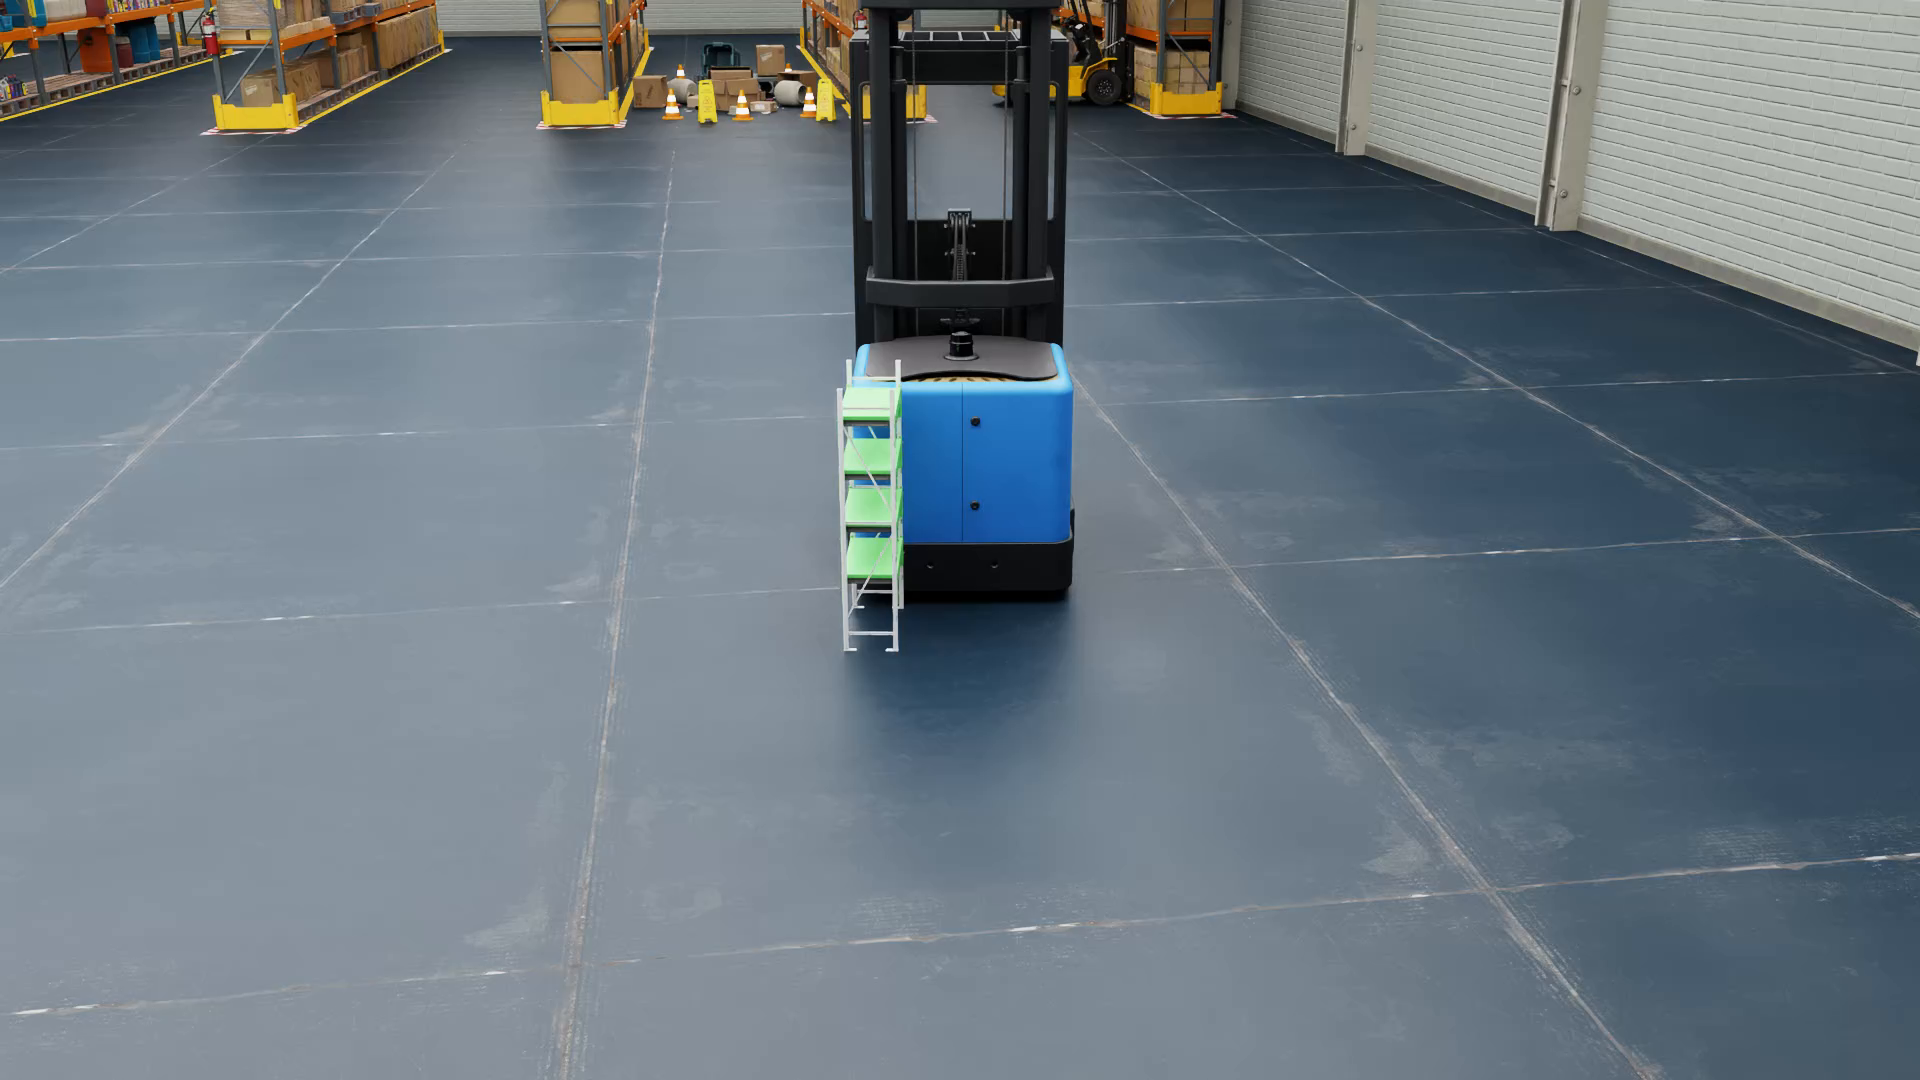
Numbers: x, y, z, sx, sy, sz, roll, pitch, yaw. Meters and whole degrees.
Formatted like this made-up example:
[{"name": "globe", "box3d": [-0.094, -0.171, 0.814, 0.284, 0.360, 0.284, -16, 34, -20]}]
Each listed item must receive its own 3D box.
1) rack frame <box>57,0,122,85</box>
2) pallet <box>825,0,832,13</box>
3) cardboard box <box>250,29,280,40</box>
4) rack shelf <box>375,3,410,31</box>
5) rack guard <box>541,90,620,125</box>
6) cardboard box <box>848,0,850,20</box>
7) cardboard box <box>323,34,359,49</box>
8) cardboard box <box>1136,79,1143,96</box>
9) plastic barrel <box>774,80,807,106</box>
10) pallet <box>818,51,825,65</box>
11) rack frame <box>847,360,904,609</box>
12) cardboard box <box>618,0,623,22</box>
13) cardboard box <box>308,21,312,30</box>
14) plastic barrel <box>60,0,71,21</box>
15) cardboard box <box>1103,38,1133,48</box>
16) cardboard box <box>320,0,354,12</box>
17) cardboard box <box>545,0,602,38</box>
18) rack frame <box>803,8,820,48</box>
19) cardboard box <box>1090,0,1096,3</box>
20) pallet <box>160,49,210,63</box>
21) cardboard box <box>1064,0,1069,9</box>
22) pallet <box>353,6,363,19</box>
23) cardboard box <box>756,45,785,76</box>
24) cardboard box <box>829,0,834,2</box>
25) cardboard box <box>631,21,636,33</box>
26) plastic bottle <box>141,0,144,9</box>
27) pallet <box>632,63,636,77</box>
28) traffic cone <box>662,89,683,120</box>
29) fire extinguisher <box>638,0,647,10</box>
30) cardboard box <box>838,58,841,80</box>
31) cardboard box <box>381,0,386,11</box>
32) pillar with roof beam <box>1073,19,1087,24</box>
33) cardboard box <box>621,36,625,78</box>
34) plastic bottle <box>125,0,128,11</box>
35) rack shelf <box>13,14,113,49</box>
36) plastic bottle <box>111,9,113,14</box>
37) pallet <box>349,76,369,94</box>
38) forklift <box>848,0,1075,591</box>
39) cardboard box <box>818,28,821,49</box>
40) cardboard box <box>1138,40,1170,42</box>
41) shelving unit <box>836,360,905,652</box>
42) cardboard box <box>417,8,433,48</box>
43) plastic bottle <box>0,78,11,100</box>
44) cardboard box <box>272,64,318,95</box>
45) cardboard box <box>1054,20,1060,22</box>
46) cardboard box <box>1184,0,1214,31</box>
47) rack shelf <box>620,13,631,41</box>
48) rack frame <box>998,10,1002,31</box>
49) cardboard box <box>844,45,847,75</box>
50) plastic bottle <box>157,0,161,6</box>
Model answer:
[{"name": "rack frame", "box3d": [-16.995, -10.342, 32.120, 1.000, 3.000, 0.127, -3, 21, -8]}, {"name": "pallet", "box3d": [-2.080, -10.761, 33.514, 1.213, 0.211, 1.003, -3, 21, -8]}, {"name": "cardboard box", "box3d": [-10.746, -7.815, 25.713, 0.380, 0.149, 0.250, -3, 21, -8]}, {"name": "rack shelf", "box3d": [-12.383, -10.948, 34.769, 1.077, 0.370, 4.000, -3, 21, -8]}, {"name": "rack guard", "box3d": [-6.015, -6.858, 26.364, 1.175, 0.500, 0.348, -3, 21, -8]}, {"name": "cardboard box", "box3d": [-1.622, -9.029, 28.036, 0.500, 0.500, 0.500, -3, 21, -8]}, {"name": "cardboard box", "box3d": [-11.881, -9.565, 31.911, 0.500, 0.250, 0.500, -1, 20, -2]}, {"name": "cardboard box", "box3d": [3.334, -7.802, 28.647, 0.500, 0.250, 0.500, -3, 21, -8]}, {"name": "plastic barrel", "box3d": [-2.930, -7.754, 28.872, 0.512, 0.421, 0.421, 12, 24, 30]}, {"name": "pallet", "box3d": [-2.679, -10.907, 37.618, 1.003, 0.211, 1.213, -3, 21, -8]}, {"name": "rack frame", "box3d": [-0.387, -0.240, 7.645, 0.240, 1.200, 0.015, 0, 20, 1]}, {"name": "cardboard box", "box3d": [-6.404, -9.665, 30.163, 0.500, 0.500, 0.500, -3, 21, -7]}, {"name": "cardboard box", "box3d": [-11.065, -8.595, 27.800, 0.380, 0.149, 0.250, -3, 21, -8]}, {"name": "plastic barrel", "box3d": [-16.508, -9.767, 30.386, 0.433, 0.535, 0.433, 0, 20, 0]}, {"name": "cardboard box", "box3d": [2.959, -9.152, 30.835, 0.500, 0.250, 0.500, -3, 21, -9]}, {"name": "cardboard box", "box3d": [-11.494, -9.967, 29.658, 1.000, 1.000, 1.000, -3, 21, -7]}, {"name": "cardboard box", "box3d": [-6.117, -8.234, 26.260, 0.875, 0.550, 0.550, -3, 21, -8]}, {"name": "rack frame", "box3d": [-3.441, -13.862, 41.543, 1.000, 3.000, 0.127, -3, 21, -8]}, {"name": "cardboard box", "box3d": [2.795, -10.458, 31.928, 0.500, 0.250, 0.500, -3, 21, -9]}, {"name": "pallet", "box3d": [-17.896, -11.097, 38.126, 1.003, 0.211, 1.213, -3, 21, -8]}, {"name": "cardboard box", "box3d": [2.446, -11.107, 34.383, 0.500, 0.250, 0.500, -3, 21, -8]}, {"name": "pallet", "box3d": [-11.768, -9.819, 30.993, 1.003, 0.211, 1.213, -3, 21, -8]}, {"name": "cardboard box", "box3d": [-3.468, -8.791, 30.456, 0.500, 0.500, 0.500, -3, 21, -8]}, {"name": "cardboard box", "box3d": [-2.404, -10.756, 32.987, 0.380, 0.149, 0.250, -3, 21, -7]}, {"name": "cardboard box", "box3d": [-7.330, -11.146, 36.171, 0.500, 0.250, 0.500, -2, 21, -5]}, {"name": "plastic bottle", "box3d": [-17.007, -11.128, 34.506, 0.097, 0.201, 0.097, 0, 20, 0]}, {"name": "pallet", "box3d": [-7.283, -9.772, 34.577, 1.003, 0.211, 1.213, -3, 21, -8]}, {"name": "traffic cone", "box3d": [-4.690, -7.105, 27.077, 0.336, 0.463, 0.334, -3, 21, -8]}, {"name": "fire extinguisher", "box3d": [-7.904, -13.477, 41.156, 0.296, 0.674, 0.183, -3, 21, -8]}, {"name": "cardboard box", "box3d": [-1.789, -8.854, 31.291, 0.950, 0.372, 0.625, -3, 21, -7]}, {"name": "cardboard box", "box3d": [-11.972, -10.999, 33.736, 0.500, 0.500, 0.500, -3, 21, -9]}, {"name": "pillar with roof beam", "box3d": [-1.422, -15.608, 37.645, 9.100, 9.000, 0.400, -3, 21, -8]}, {"name": "cardboard box", "box3d": [-6.909, -9.110, 31.435, 1.050, 0.750, 0.750, -3, 21, -8]}, {"name": "plastic bottle", "box3d": [-16.861, -10.810, 33.555, 0.097, 0.271, 0.097, 0, 20, 0]}, {"name": "rack shelf", "box3d": [-16.707, -9.313, 30.392, 1.077, 0.370, 4.000, -3, 21, -8]}, {"name": "plastic bottle", "box3d": [-16.728, -10.490, 32.698, 0.097, 0.271, 0.097, 0, 20, 0]}, {"name": "pallet", "box3d": [-11.810, -8.594, 31.424, 1.003, 0.211, 1.213, -3, 21, -8]}, {"name": "forklift", "box3d": [-0.008, -1.593, 8.793, 1.130, 2.935, 3.031, 0, 20, -1]}, {"name": "cardboard box", "box3d": [-2.849, -11.696, 38.806, 0.875, 0.438, 0.875, -3, 21, -9]}, {"name": "cardboard box", "box3d": [3.550, -9.000, 30.428, 0.500, 0.250, 0.500, -3, 21, -9]}, {"name": "shelving unit", "box3d": [-0.391, -0.155, 7.416, 0.258, 1.200, 0.503, 0, 20, 1]}, {"name": "cardboard box", "box3d": [-12.945, -12.031, 39.077, 0.875, 0.875, 0.875, -3, 21, -8]}, {"name": "plastic bottle", "box3d": [-15.967, -7.536, 27.763, 0.144, 0.351, 0.185, -3, 21, -8]}, {"name": "cardboard box", "box3d": [-11.409, -7.895, 28.538, 0.500, 0.500, 0.500, 4, 21, 9]}, {"name": "cardboard box", "box3d": [2.385, -11.945, 38.457, 0.380, 0.149, 0.250, -4, 21, -10]}, {"name": "cardboard box", "box3d": [3.980, -8.806, 27.864, 0.500, 0.500, 0.500, -2, 21, -6]}, {"name": "rack shelf", "box3d": [-6.883, -9.778, 31.637, 1.077, 0.370, 4.000, -3, 21, -8]}, {"name": "rack frame", "box3d": [1.470, -14.113, 42.217, 1.000, 3.000, 0.127, -3, 21, -8]}, {"name": "cardboard box", "box3d": [-1.804, -8.564, 29.617, 0.500, 0.500, 0.500, -2, 21, -6]}, {"name": "plastic bottle", "box3d": [-17.195, -11.549, 35.528, 0.152, 0.276, 0.135, -3, 21, -8]}]
